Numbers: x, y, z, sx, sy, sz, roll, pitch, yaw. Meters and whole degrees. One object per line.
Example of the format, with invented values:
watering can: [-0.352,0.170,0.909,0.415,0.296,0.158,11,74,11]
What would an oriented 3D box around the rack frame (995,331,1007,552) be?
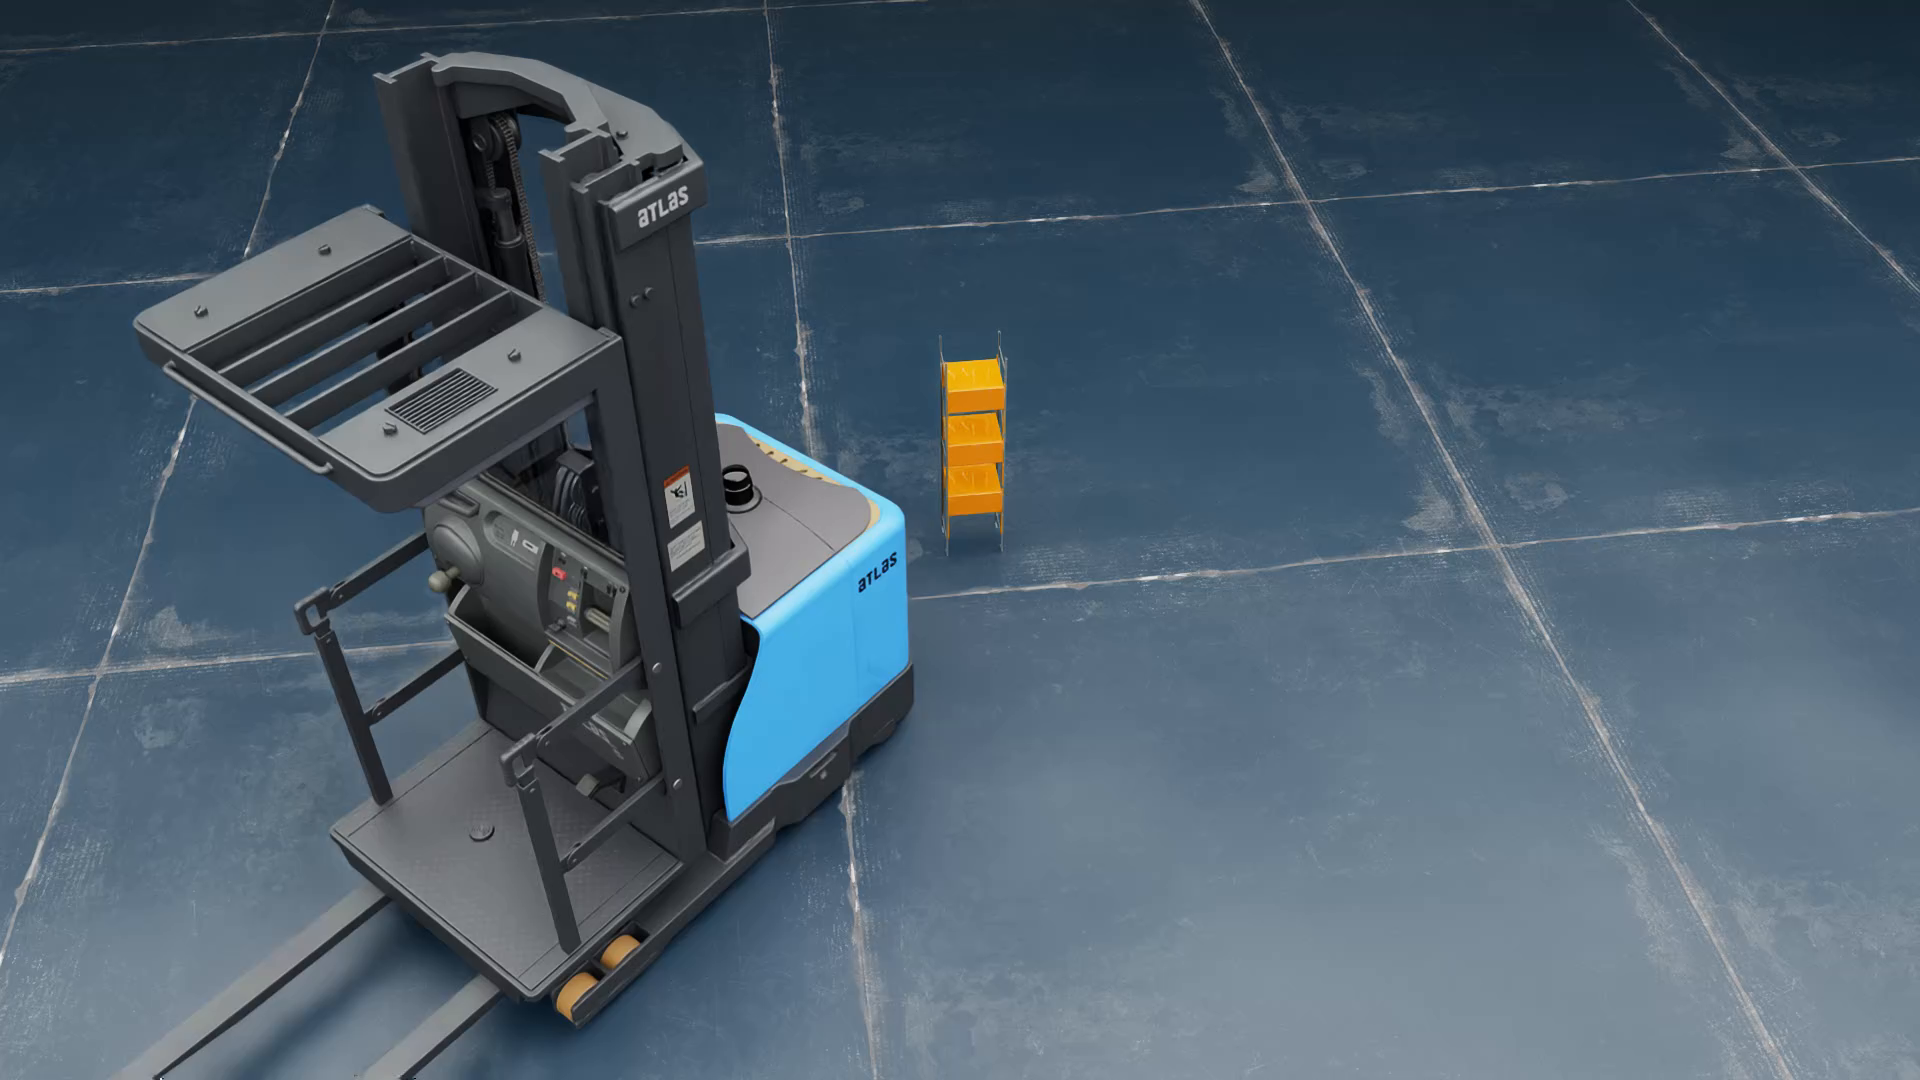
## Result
rack frame: [0.174,-0.405,7.130,0.008,1.050,0.200,-5,42,-6]

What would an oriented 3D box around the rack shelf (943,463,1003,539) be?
rack shelf: [0.053,-0.180,7.312,0.240,0.259,0.215,-5,42,-6]

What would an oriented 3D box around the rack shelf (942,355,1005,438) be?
rack shelf: [0.053,-0.597,6.936,0.240,0.259,0.215,-5,42,-6]

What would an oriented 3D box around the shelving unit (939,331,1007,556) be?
shelving unit: [0.053,-0.394,7.119,0.252,1.050,0.215,-5,42,-6]

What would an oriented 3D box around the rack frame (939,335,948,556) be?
rack frame: [-0.068,-0.384,7.107,0.008,1.050,0.200,-5,42,-6]

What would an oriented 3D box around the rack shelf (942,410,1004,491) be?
rack shelf: [0.053,-0.387,7.126,0.240,0.259,0.215,-5,42,-6]

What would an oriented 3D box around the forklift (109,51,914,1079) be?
forklift: [-1.495,0.167,5.092,1.130,2.935,3.031,28,49,28]
